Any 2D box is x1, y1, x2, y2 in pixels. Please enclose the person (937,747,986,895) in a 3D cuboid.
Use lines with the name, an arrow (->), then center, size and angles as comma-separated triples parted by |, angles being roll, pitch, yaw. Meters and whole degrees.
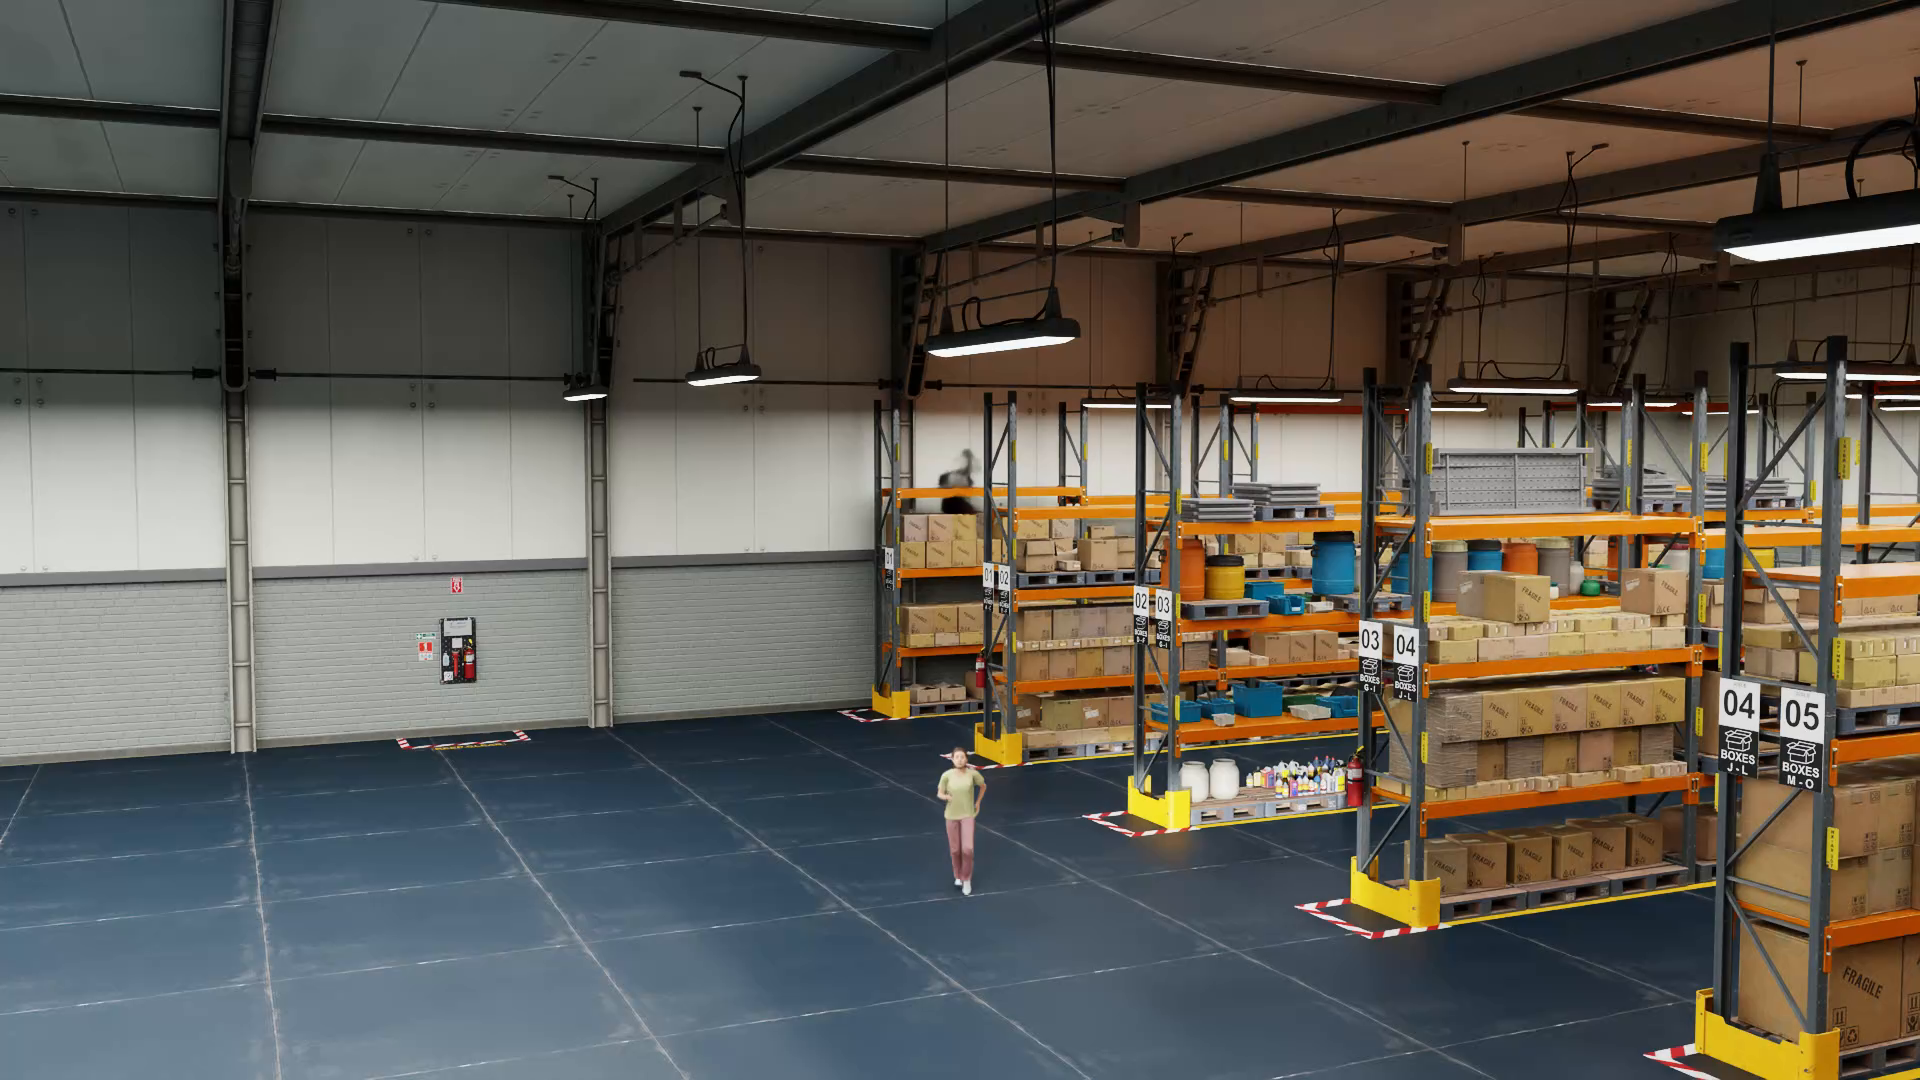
person -> 0.010, 3.223, 19.106 | 0.560, 1.689, 0.633 | 0, 3, 5
